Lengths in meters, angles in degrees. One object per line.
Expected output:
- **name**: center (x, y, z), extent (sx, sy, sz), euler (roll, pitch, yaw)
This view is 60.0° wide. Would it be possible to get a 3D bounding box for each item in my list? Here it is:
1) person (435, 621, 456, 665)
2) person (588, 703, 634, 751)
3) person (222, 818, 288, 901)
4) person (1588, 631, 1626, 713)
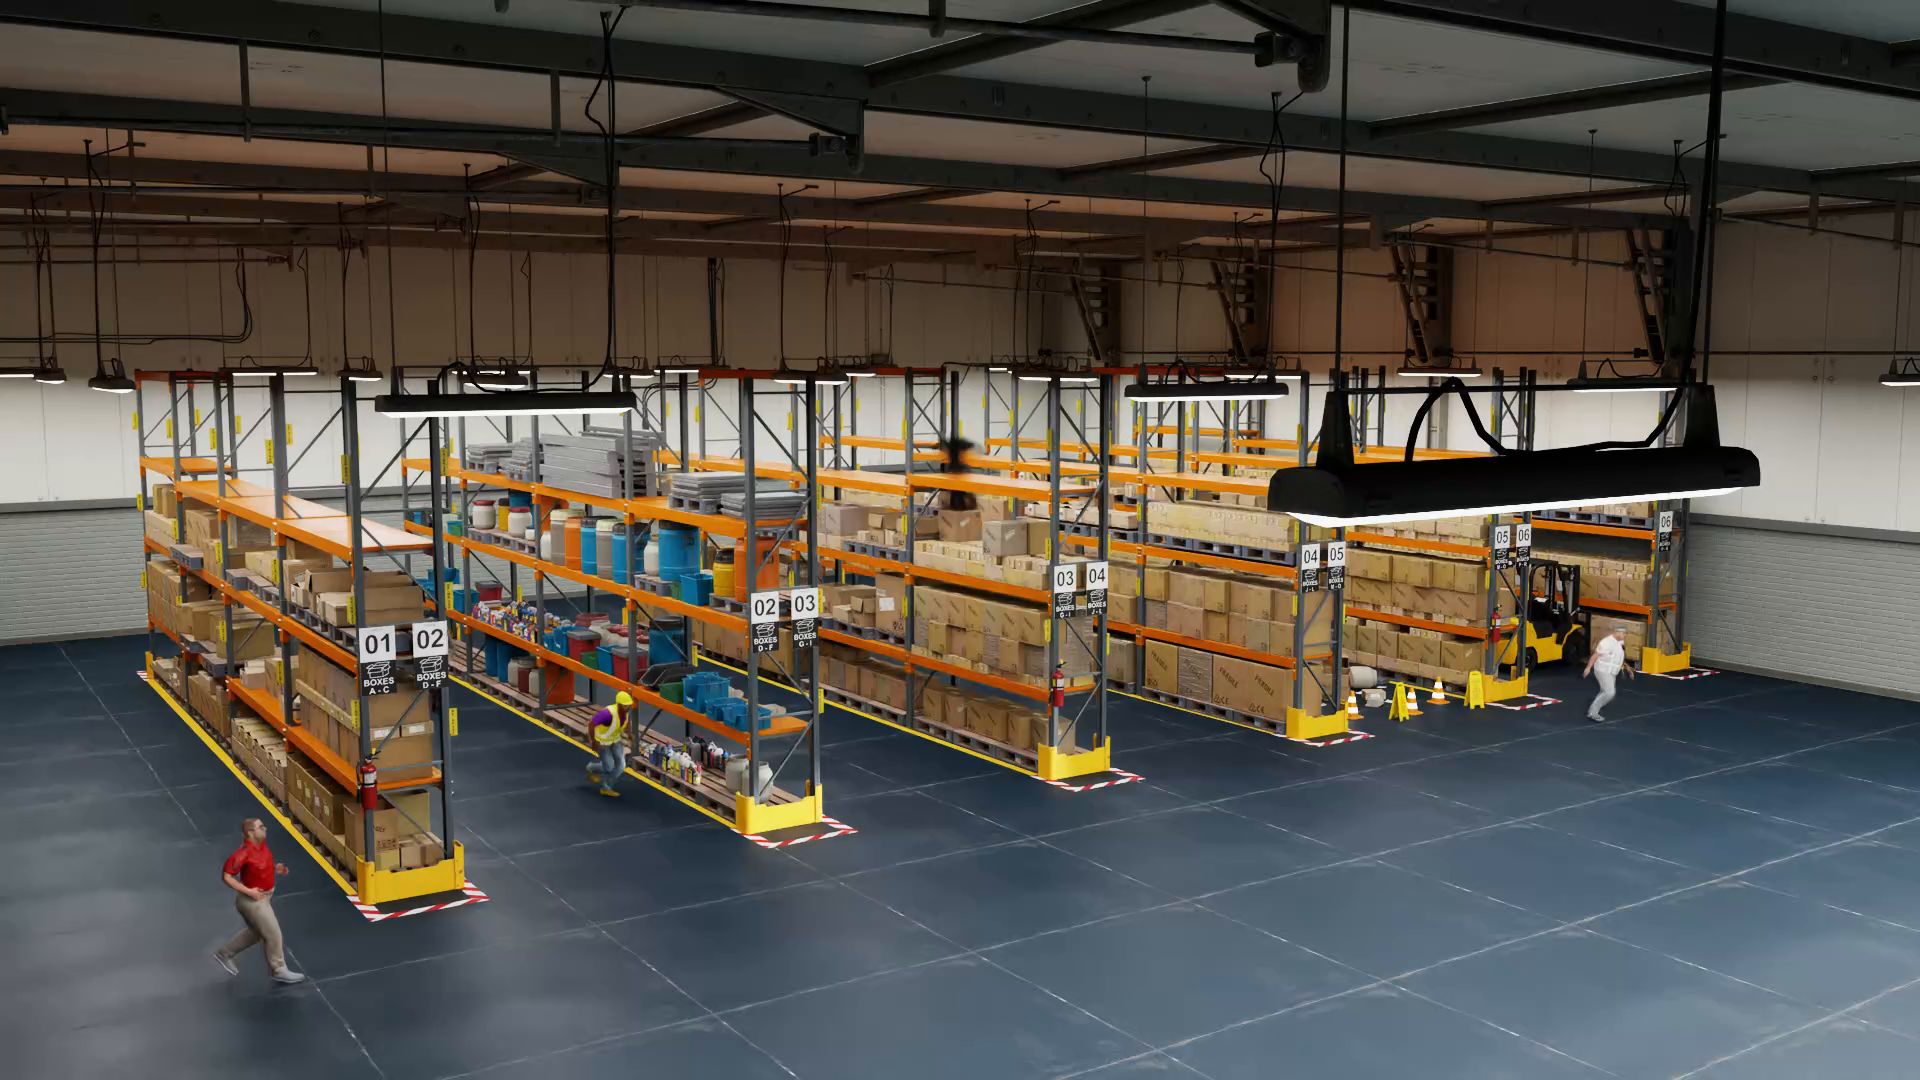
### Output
- **person**: center (-9.165, 1.829, 29.153), extent (0.655, 0.849, 0.625), euler (-3, 7, -26)
- **person**: center (-4.922, 2.572, 23.578), extent (0.652, 0.819, 0.718), euler (5, 8, 38)
- **person**: center (-6.999, 3.154, 16.572), extent (0.544, 0.805, 0.664), euler (-1, 7, -9)
- **person**: center (11.115, 2.274, 28.575), extent (0.607, 1.502, 0.556), euler (-6, 9, -42)
